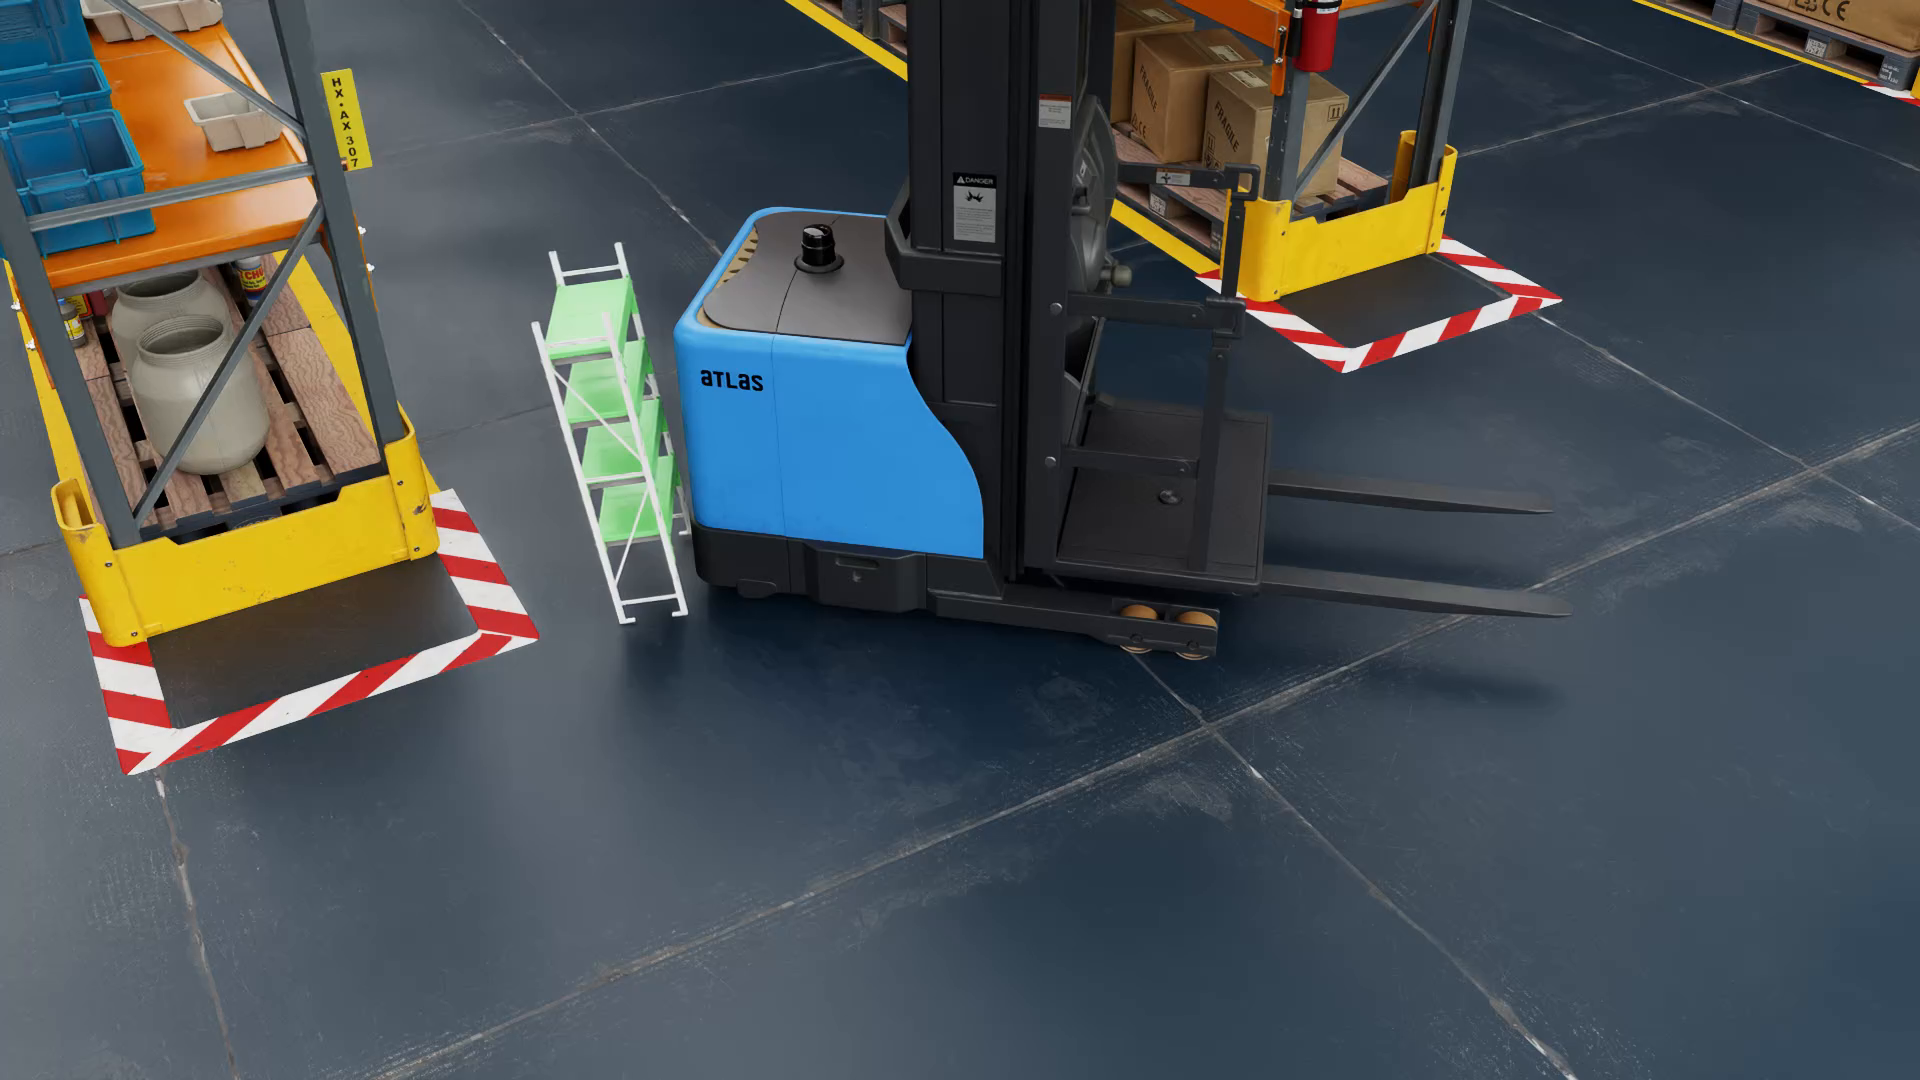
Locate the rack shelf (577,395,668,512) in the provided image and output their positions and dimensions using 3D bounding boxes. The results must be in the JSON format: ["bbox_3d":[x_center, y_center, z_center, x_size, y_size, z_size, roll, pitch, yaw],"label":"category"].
[{"bbox_3d":[-1.155,-0.298,5.728,0.258,0.148,0.480,-8,36,0],"label":"rack shelf"}]

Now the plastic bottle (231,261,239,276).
[{"bbox_3d":[-3.249,-1.330,7.468,0.097,0.271,0.097,0,36,0],"label":"plastic bottle"}]

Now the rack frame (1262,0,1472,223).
[{"bbox_3d":[1.847,-2.530,7.171,1.000,3.000,0.127,-19,40,-24],"label":"rack frame"}]

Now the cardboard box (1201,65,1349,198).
[{"bbox_3d":[1.548,-2.014,8.228,0.500,0.500,0.500,-12,38,-16],"label":"cardboard box"}]

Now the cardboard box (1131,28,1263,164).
[{"bbox_3d":[1.218,-2.309,8.631,0.500,0.500,0.500,-9,37,-12],"label":"cardboard box"}]

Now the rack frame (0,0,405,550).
[{"bbox_3d":[-2.435,-1.063,5.162,1.000,3.000,0.127,-19,40,-24],"label":"rack frame"}]

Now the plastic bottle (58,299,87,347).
[{"bbox_3d":[-3.737,-0.917,6.962,0.097,0.201,0.097,0,36,0],"label":"plastic bottle"}]

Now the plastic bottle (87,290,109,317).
[{"bbox_3d":[-3.748,-1.119,7.168,0.061,0.283,0.133,-19,40,-24],"label":"plastic bottle"}]

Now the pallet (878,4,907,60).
[{"bbox_3d":[0.206,-3.112,10.332,1.003,0.211,1.213,-19,40,-24],"label":"pallet"}]

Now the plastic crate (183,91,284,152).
[{"bbox_3d":[-2.606,-1.508,5.995,0.298,0.136,0.250,-19,40,-24],"label":"plastic crate"}]

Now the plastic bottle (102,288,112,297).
[{"bbox_3d":[-3.811,-1.171,7.309,0.097,0.201,0.097,0,36,0],"label":"plastic bottle"}]

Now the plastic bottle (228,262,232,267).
[{"bbox_3d":[-3.299,-1.381,7.538,0.097,0.271,0.097,0,36,0],"label":"plastic bottle"}]

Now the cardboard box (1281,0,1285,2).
[{"bbox_3d":[1.526,-2.513,7.361,0.380,0.149,0.250,-19,40,-24],"label":"cardboard box"}]

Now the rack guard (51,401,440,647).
[{"bbox_3d":[-2.514,-0.078,5.933,1.175,0.500,0.348,-19,40,-24],"label":"rack guard"}]

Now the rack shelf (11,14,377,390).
[{"bbox_3d":[-3.440,-1.792,6.770,1.077,0.370,4.000,-19,40,-24],"label":"rack shelf"}]

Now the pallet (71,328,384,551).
[{"bbox_3d":[-2.917,-0.377,6.588,1.003,0.211,1.213,-19,40,-24],"label":"pallet"}]

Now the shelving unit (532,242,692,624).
[{"bbox_3d":[-1.162,-0.349,5.690,0.258,1.200,0.503,-8,36,0],"label":"shelving unit"}]

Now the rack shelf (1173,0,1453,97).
[{"bbox_3d":[0.843,-3.260,8.780,1.077,0.370,4.000,-19,40,-24],"label":"rack shelf"}]

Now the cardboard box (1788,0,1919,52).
[{"bbox_3d":[5.789,-3.586,10.063,0.875,0.875,0.875,-19,40,-24],"label":"cardboard box"}]

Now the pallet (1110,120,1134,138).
[{"bbox_3d":[0.823,-2.489,9.479,1.003,0.211,1.213,-19,40,-24],"label":"pallet"}]

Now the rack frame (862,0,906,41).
[{"bbox_3d":[-0.162,-4.570,9.964,1.000,3.000,0.127,-19,40,-24],"label":"rack frame"}]

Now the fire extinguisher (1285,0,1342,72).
[{"bbox_3d":[1.507,-2.304,6.927,0.296,0.674,0.183,-19,40,-24],"label":"fire extinguisher"}]

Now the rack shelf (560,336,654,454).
[{"bbox_3d":[-1.180,-0.489,5.586,0.258,0.148,0.480,-8,36,0],"label":"rack shelf"}]

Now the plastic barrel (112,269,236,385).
[{"bbox_3d":[-3.084,-0.796,6.550,0.421,0.512,0.421,0,36,0],"label":"plastic barrel"}]

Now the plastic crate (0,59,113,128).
[{"bbox_3d":[-3.267,-1.502,5.889,0.499,0.251,0.408,-19,40,-24],"label":"plastic crate"}]

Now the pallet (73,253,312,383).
[{"bbox_3d":[-3.526,-0.999,7.439,1.003,0.211,1.213,-19,40,-24],"label":"pallet"}]

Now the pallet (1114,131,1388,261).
[{"bbox_3d":[1.432,-1.868,8.628,1.003,0.211,1.213,-19,40,-24],"label":"pallet"}]

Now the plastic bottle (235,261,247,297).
[{"bbox_3d":[-3.129,-1.180,7.322,0.097,0.201,0.097,0,36,0],"label":"plastic bottle"}]

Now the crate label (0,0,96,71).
[{"bbox_3d":[-3.594,-1.935,6.327,0.502,0.435,0.616,-19,40,-24],"label":"crate label"}]

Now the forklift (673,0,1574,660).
[{"bbox_3d":[0.617,-1.115,5.291,3.031,2.935,1.130,6,37,9],"label":"forklift"}]

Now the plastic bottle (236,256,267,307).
[{"bbox_3d":[-3.076,-1.156,7.229,0.097,0.271,0.097,0,36,0],"label":"plastic bottle"}]

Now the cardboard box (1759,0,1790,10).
[{"bbox_3d":[5.345,-4.034,10.676,0.875,0.875,0.875,-20,40,-25],"label":"cardboard box"}]

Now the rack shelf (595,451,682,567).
[{"bbox_3d":[-1.129,-0.106,5.870,0.258,0.148,0.480,-8,36,0],"label":"rack shelf"}]

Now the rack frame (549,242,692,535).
[{"bbox_3d":[-1.183,-0.492,5.887,0.240,1.200,0.015,-8,36,0],"label":"rack frame"}]

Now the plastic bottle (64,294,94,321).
[{"bbox_3d":[-3.840,-1.084,7.127,0.152,0.276,0.135,-19,40,-24],"label":"plastic bottle"}]

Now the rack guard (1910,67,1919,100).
[{"bbox_3d":[6.199,-2.927,9.834,1.175,0.500,0.348,-19,40,-24],"label":"rack guard"}]

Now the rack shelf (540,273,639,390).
[{"bbox_3d":[-1.206,-0.681,5.443,0.258,0.148,0.480,-8,36,0],"label":"rack shelf"}]

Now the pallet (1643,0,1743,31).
[{"bbox_3d":[5.109,-3.829,11.313,1.003,0.211,1.213,-19,40,-24],"label":"pallet"}]

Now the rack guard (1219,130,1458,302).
[{"bbox_3d":[1.809,-1.560,7.962,1.175,0.500,0.348,-19,40,-24],"label":"rack guard"}]

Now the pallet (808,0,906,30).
[{"bbox_3d":[-0.555,-3.841,11.330,1.003,0.211,1.213,-19,40,-24],"label":"pallet"}]

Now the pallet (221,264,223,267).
[{"bbox_3d":[-4.143,-1.622,8.291,1.003,0.211,1.213,-19,40,-24],"label":"pallet"}]

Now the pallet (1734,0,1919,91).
[{"bbox_3d":[5.717,-3.207,10.462,1.003,0.211,1.213,-19,40,-24],"label":"pallet"}]

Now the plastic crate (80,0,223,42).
[{"bbox_3d":[-3.410,-2.243,7.002,0.530,0.136,0.437,-19,40,-24],"label":"plastic crate"}]

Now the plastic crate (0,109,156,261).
[{"bbox_3d":[-2.945,-1.169,5.434,0.499,0.251,0.616,-19,40,-24],"label":"plastic crate"}]

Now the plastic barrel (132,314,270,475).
[{"bbox_3d":[-2.832,-0.541,6.200,0.421,0.512,0.421,0,36,0],"label":"plastic barrel"}]

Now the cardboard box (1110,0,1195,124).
[{"bbox_3d":[0.920,-2.634,9.076,0.500,0.500,0.500,-15,39,-20],"label":"cardboard box"}]

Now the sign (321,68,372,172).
[{"bbox_3d":[-1.957,-1.335,5.300,0.100,0.325,0.005,-19,40,-24],"label":"sign"}]

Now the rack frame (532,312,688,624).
[{"bbox_3d":[-1.140,-0.206,5.494,0.240,1.200,0.015,-8,36,0],"label":"rack frame"}]
